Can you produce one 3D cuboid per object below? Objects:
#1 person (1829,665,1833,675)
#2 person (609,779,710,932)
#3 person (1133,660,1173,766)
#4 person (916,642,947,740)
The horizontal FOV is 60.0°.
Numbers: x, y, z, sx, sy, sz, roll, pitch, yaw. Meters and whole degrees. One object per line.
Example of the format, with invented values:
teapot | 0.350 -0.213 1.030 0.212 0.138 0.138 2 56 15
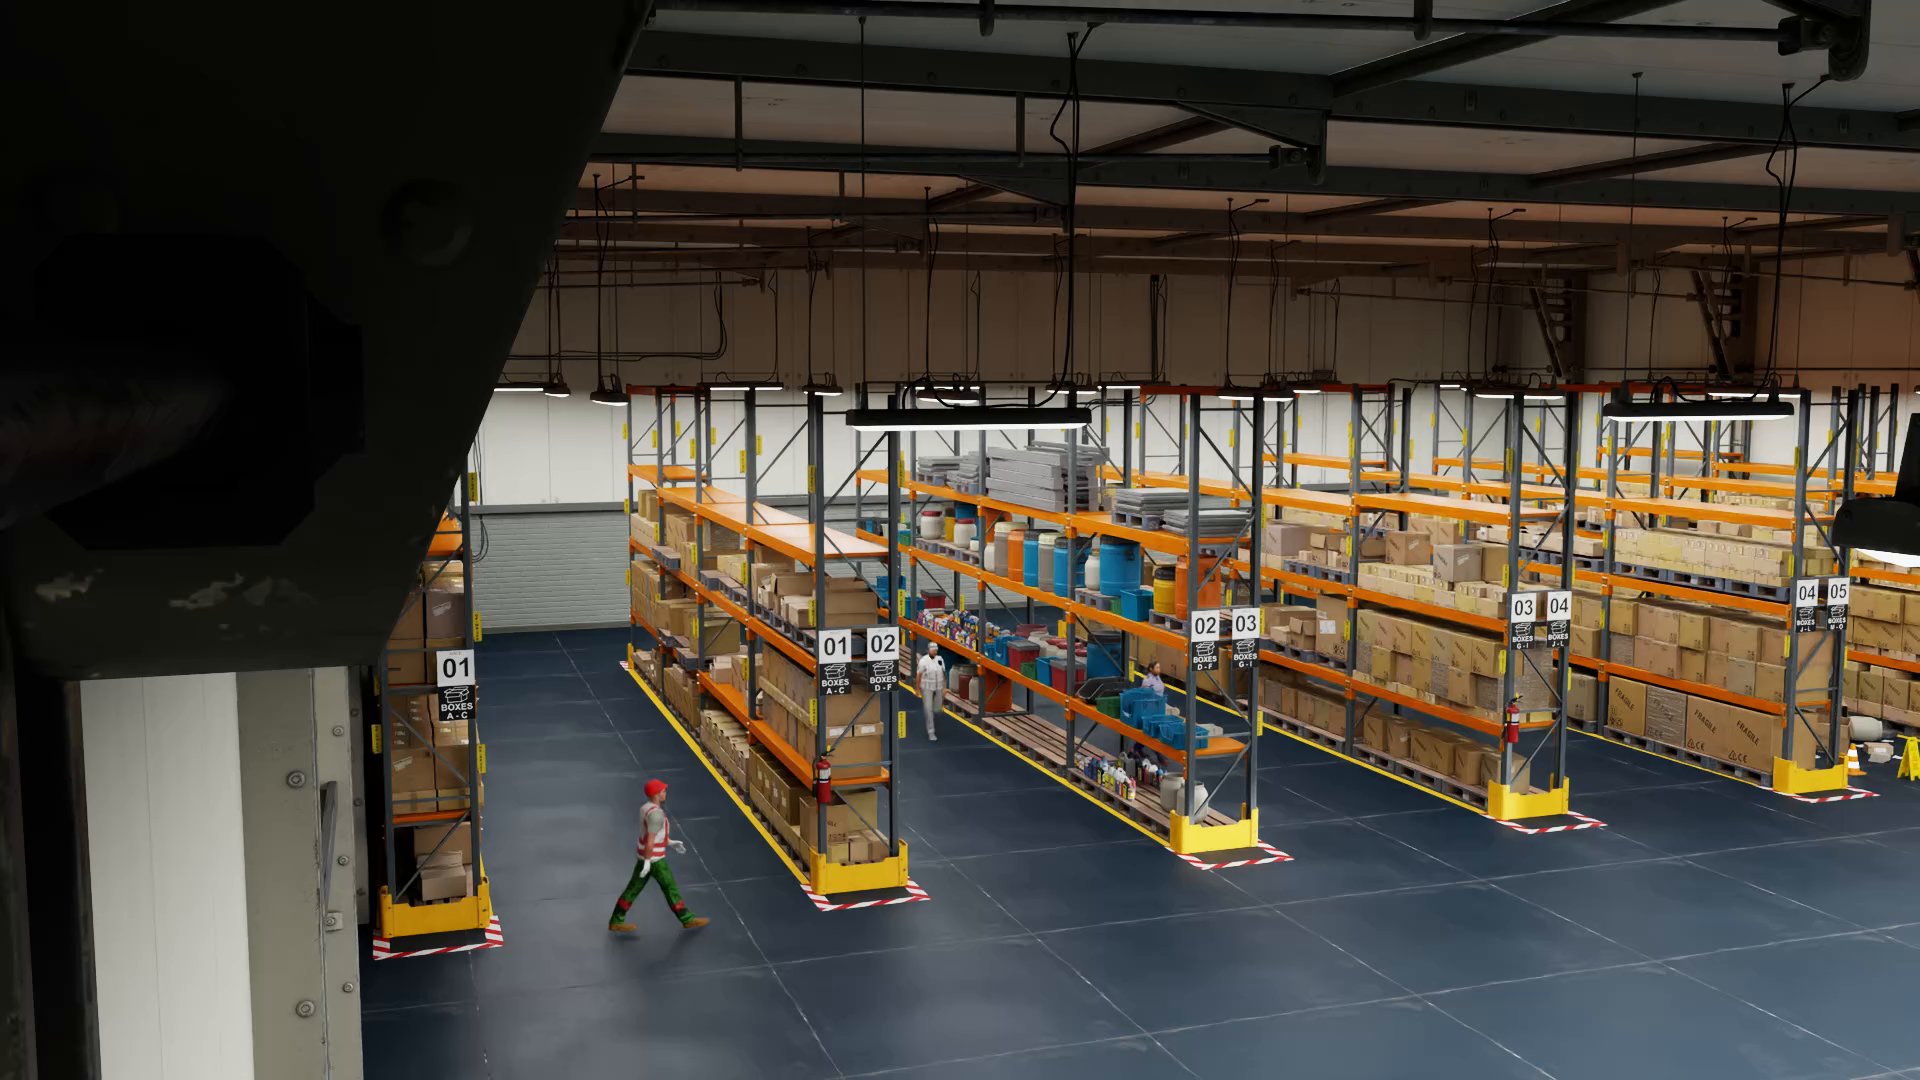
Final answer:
person | 17.673 1.958 33.985 0.574 1.814 0.594 -3 7 -30
person | -3.377 3.531 18.613 1.120 1.712 0.601 -2 6 -15
person | 3.133 2.769 26.805 0.767 1.669 0.514 3 6 24
person | -0.466 2.555 28.570 0.517 1.606 0.931 -3 7 -29
